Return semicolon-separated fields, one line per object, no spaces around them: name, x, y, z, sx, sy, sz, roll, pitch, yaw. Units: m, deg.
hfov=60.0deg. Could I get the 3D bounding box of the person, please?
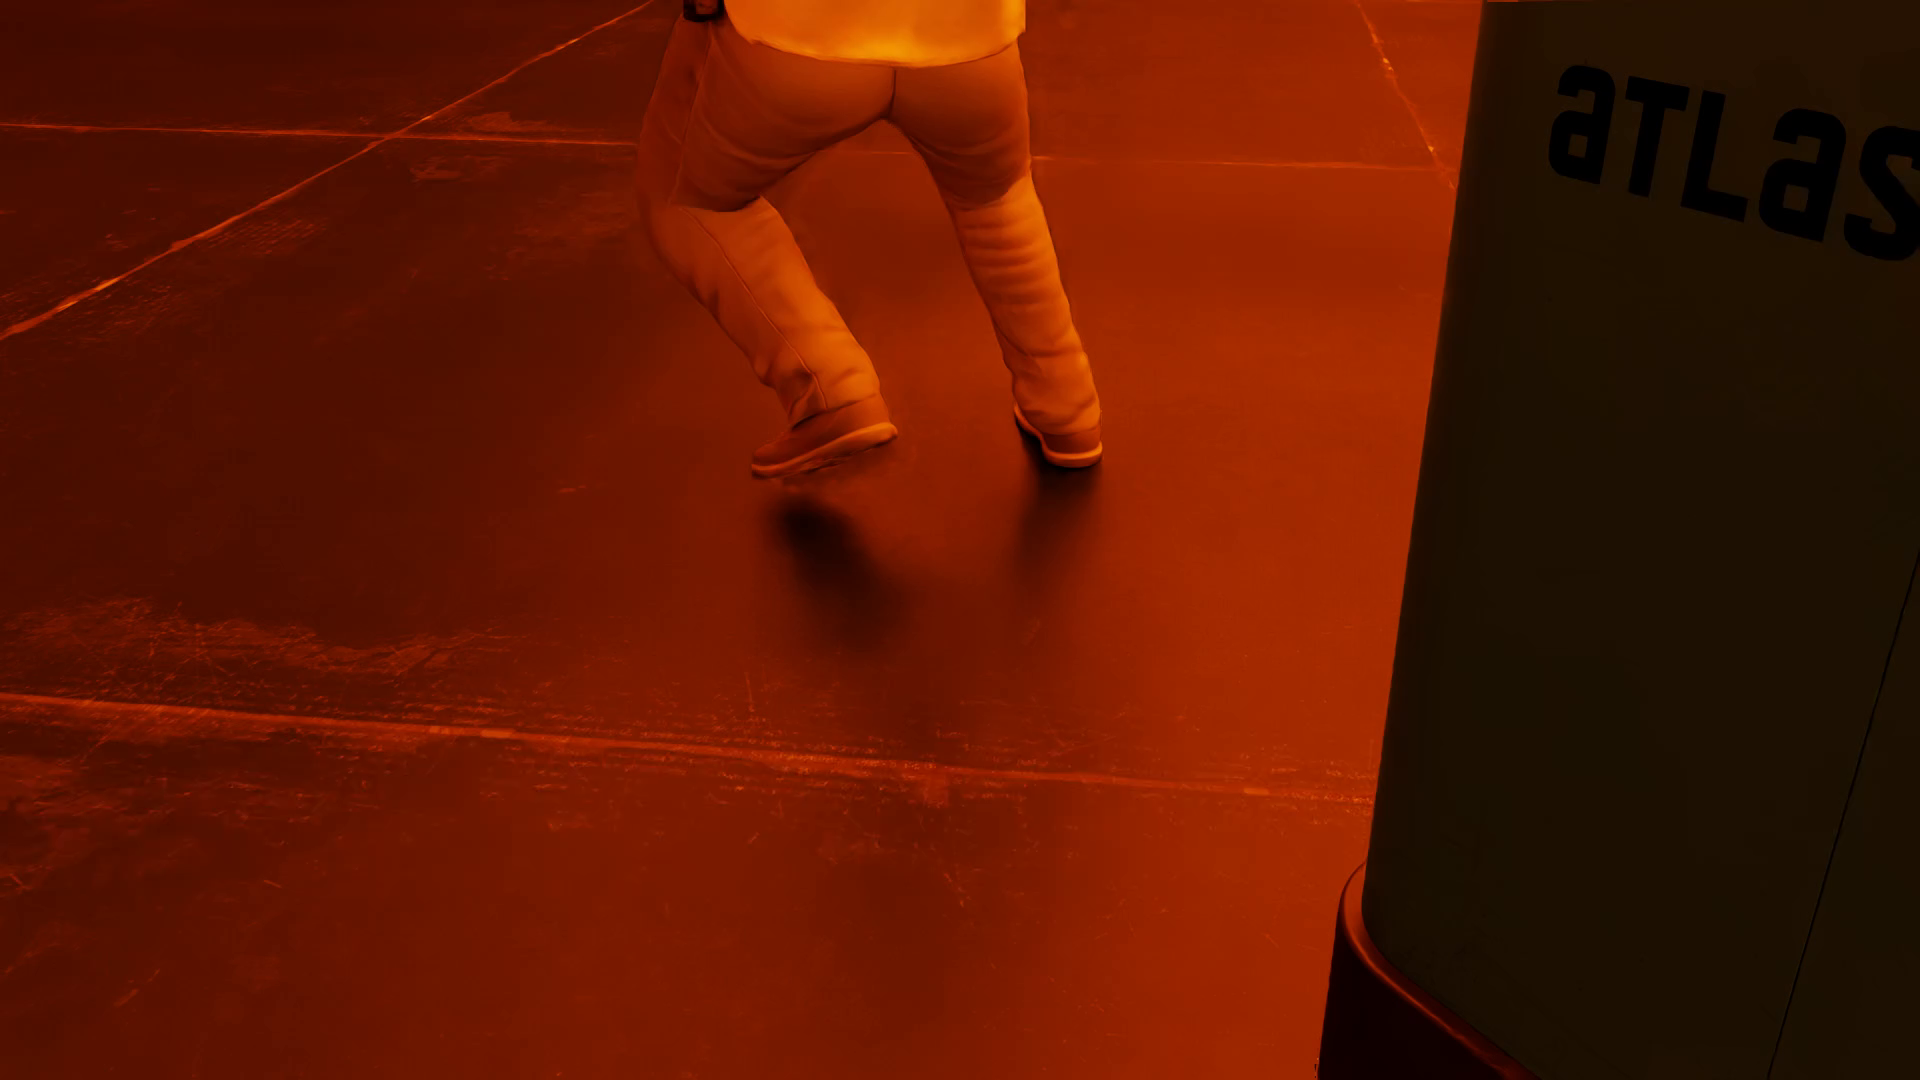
person;-0.079;-0.778;2.318;0.775;1.547;0.565;-11;29;-21
